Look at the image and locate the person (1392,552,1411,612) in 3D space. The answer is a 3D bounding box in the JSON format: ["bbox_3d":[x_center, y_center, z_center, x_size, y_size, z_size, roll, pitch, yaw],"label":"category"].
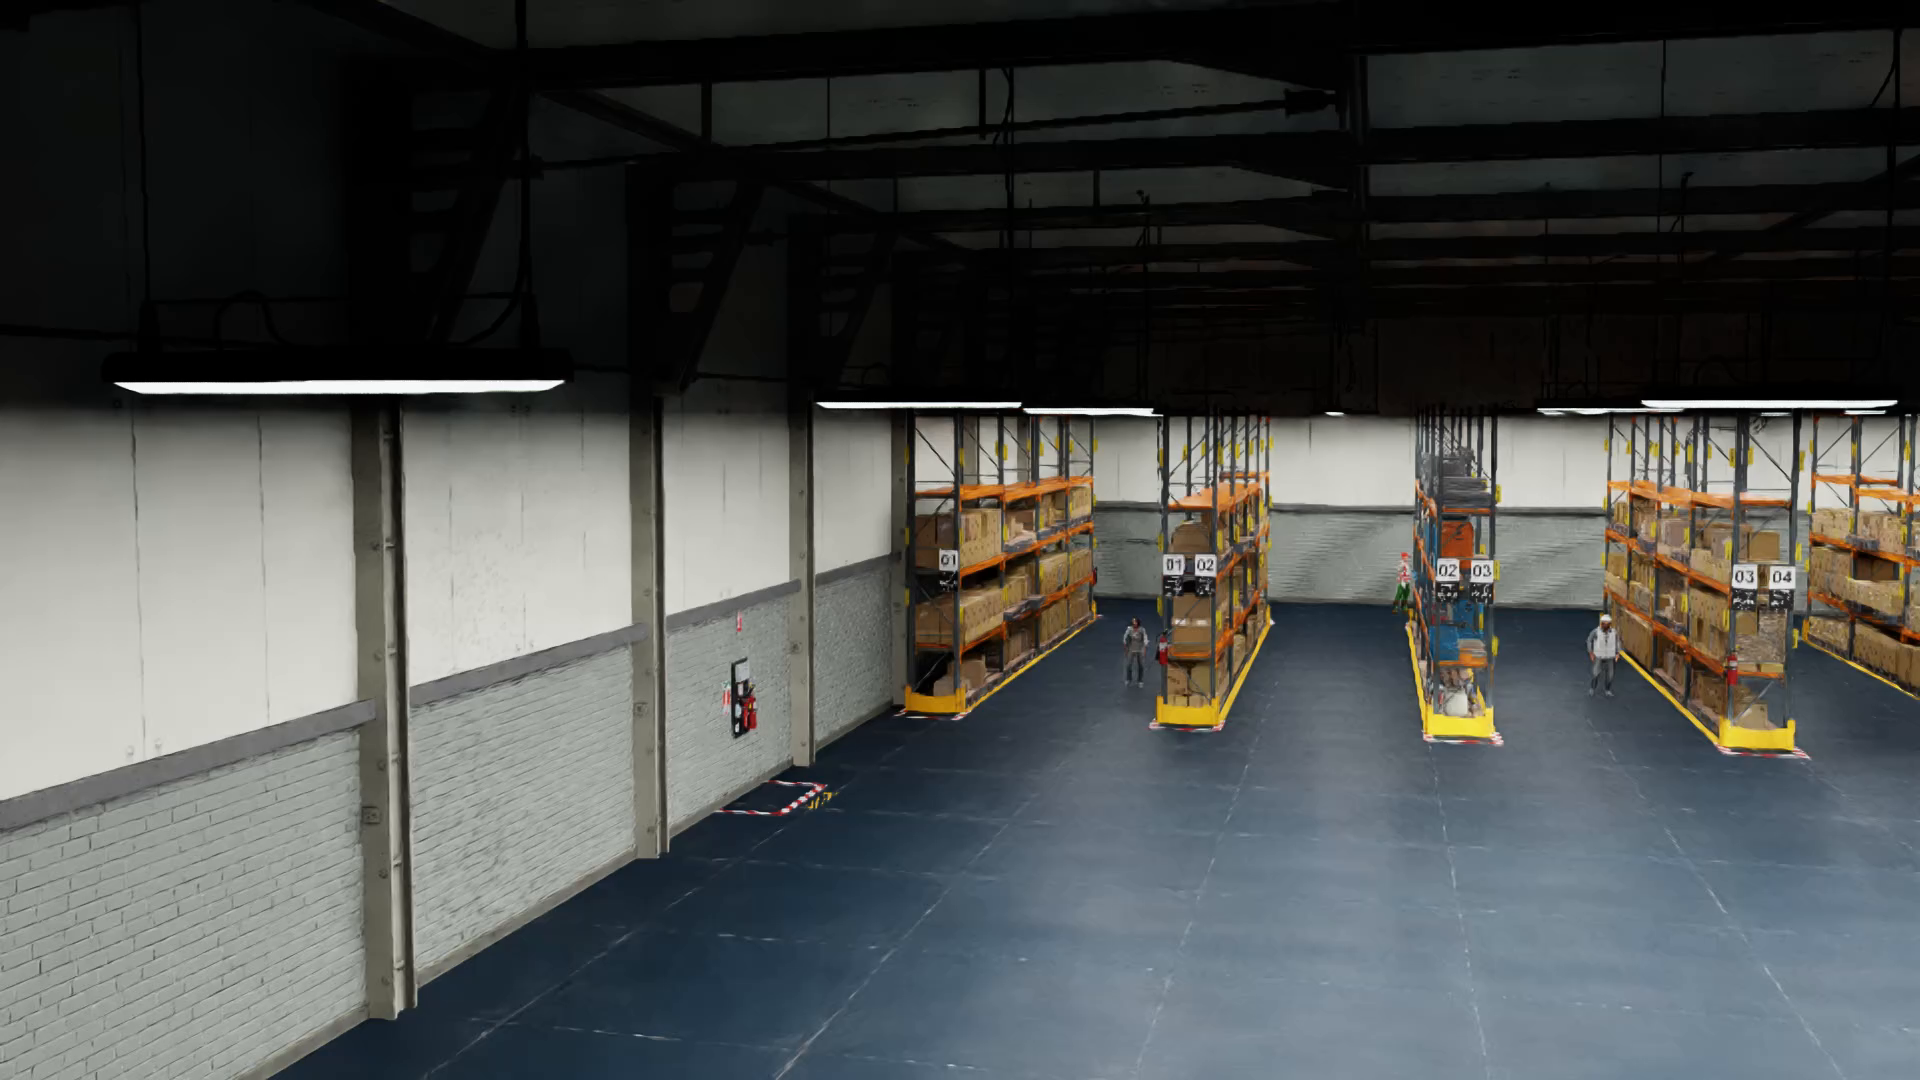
[{"bbox_3d":[13.102,1.246,49.232,0.453,1.792,0.686,4,6,44],"label":"person"}]

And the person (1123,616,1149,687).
[{"bbox_3d":[3.749,2.374,35.515,0.566,1.541,0.519,1,4,11],"label":"person"}]

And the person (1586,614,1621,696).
[{"bbox_3d":[13.266,2.374,34.266,0.677,1.726,0.574,1,4,12],"label":"person"}]
